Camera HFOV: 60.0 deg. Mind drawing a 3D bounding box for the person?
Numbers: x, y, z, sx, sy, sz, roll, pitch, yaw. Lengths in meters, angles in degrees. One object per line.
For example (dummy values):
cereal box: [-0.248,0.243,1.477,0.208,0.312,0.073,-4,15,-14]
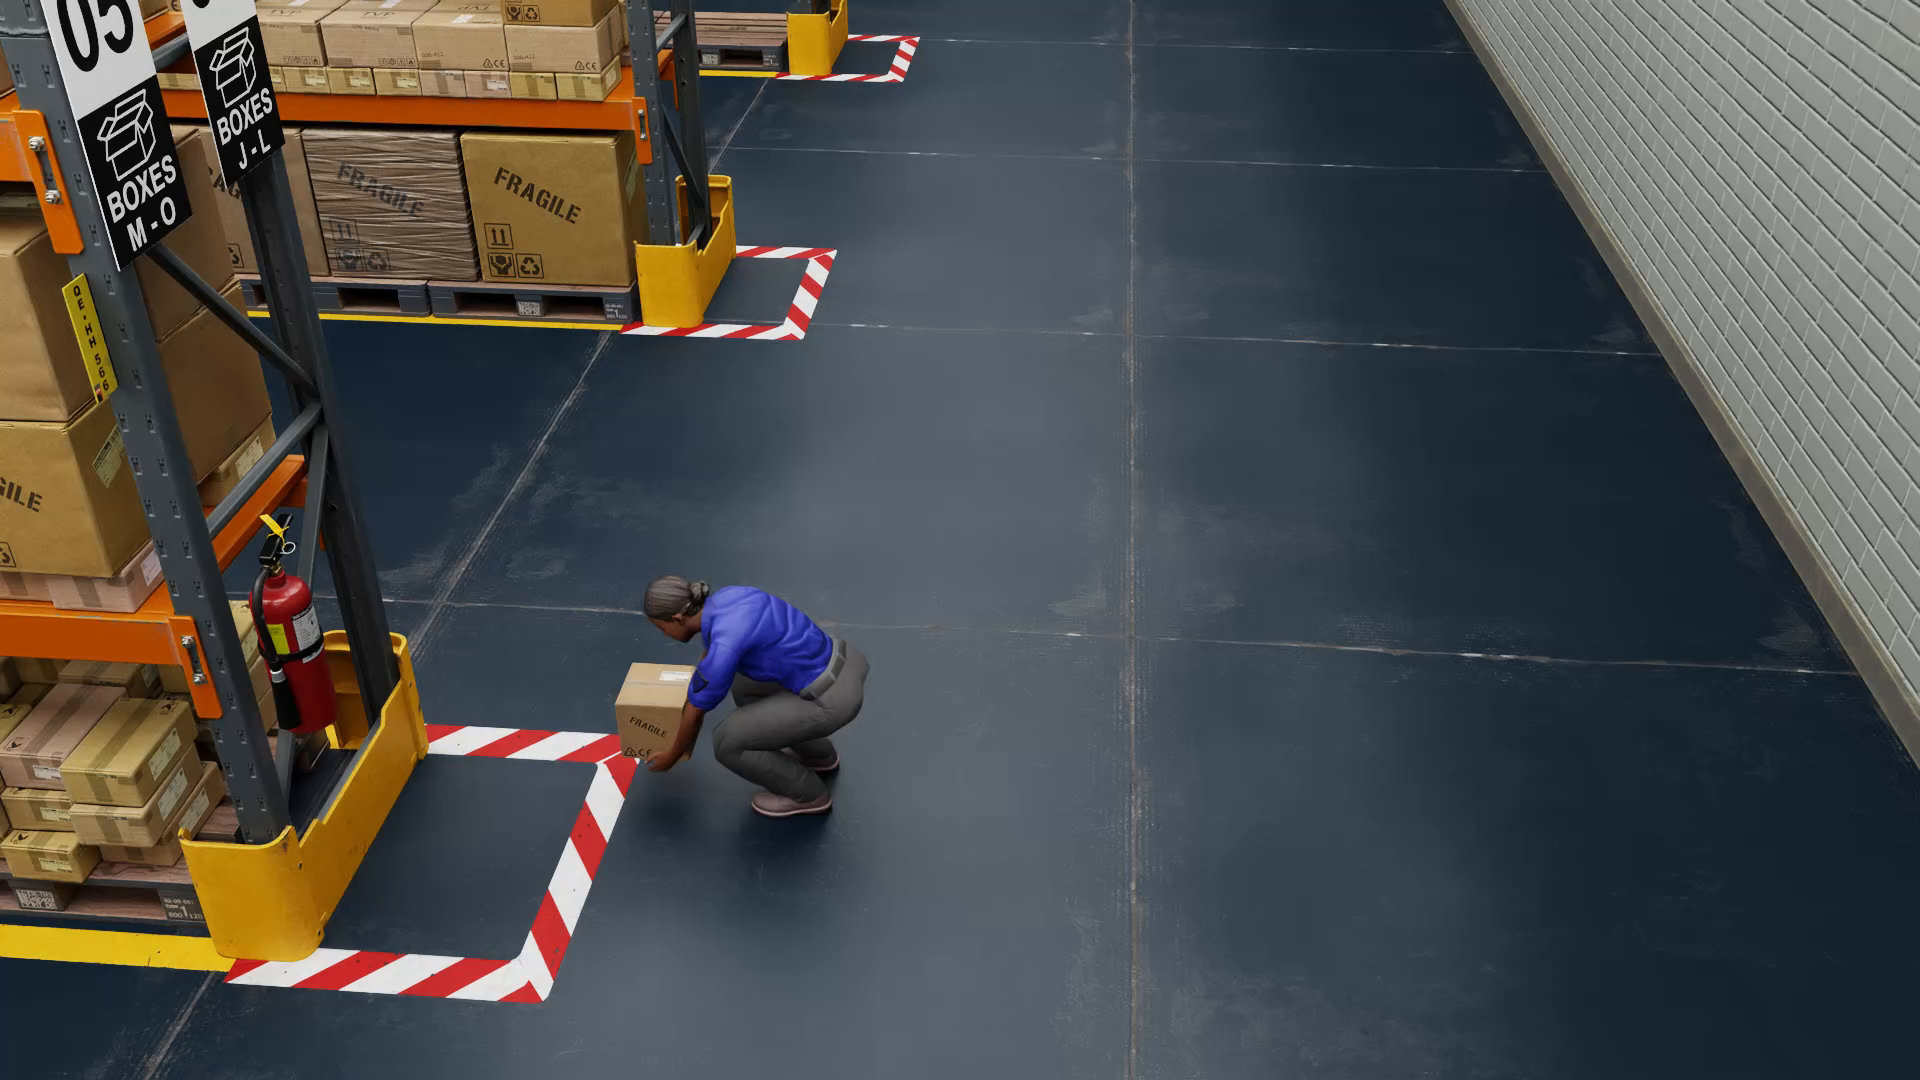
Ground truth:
person: [-0.735,0.529,5.965,0.809,0.958,0.485,2,32,4]
